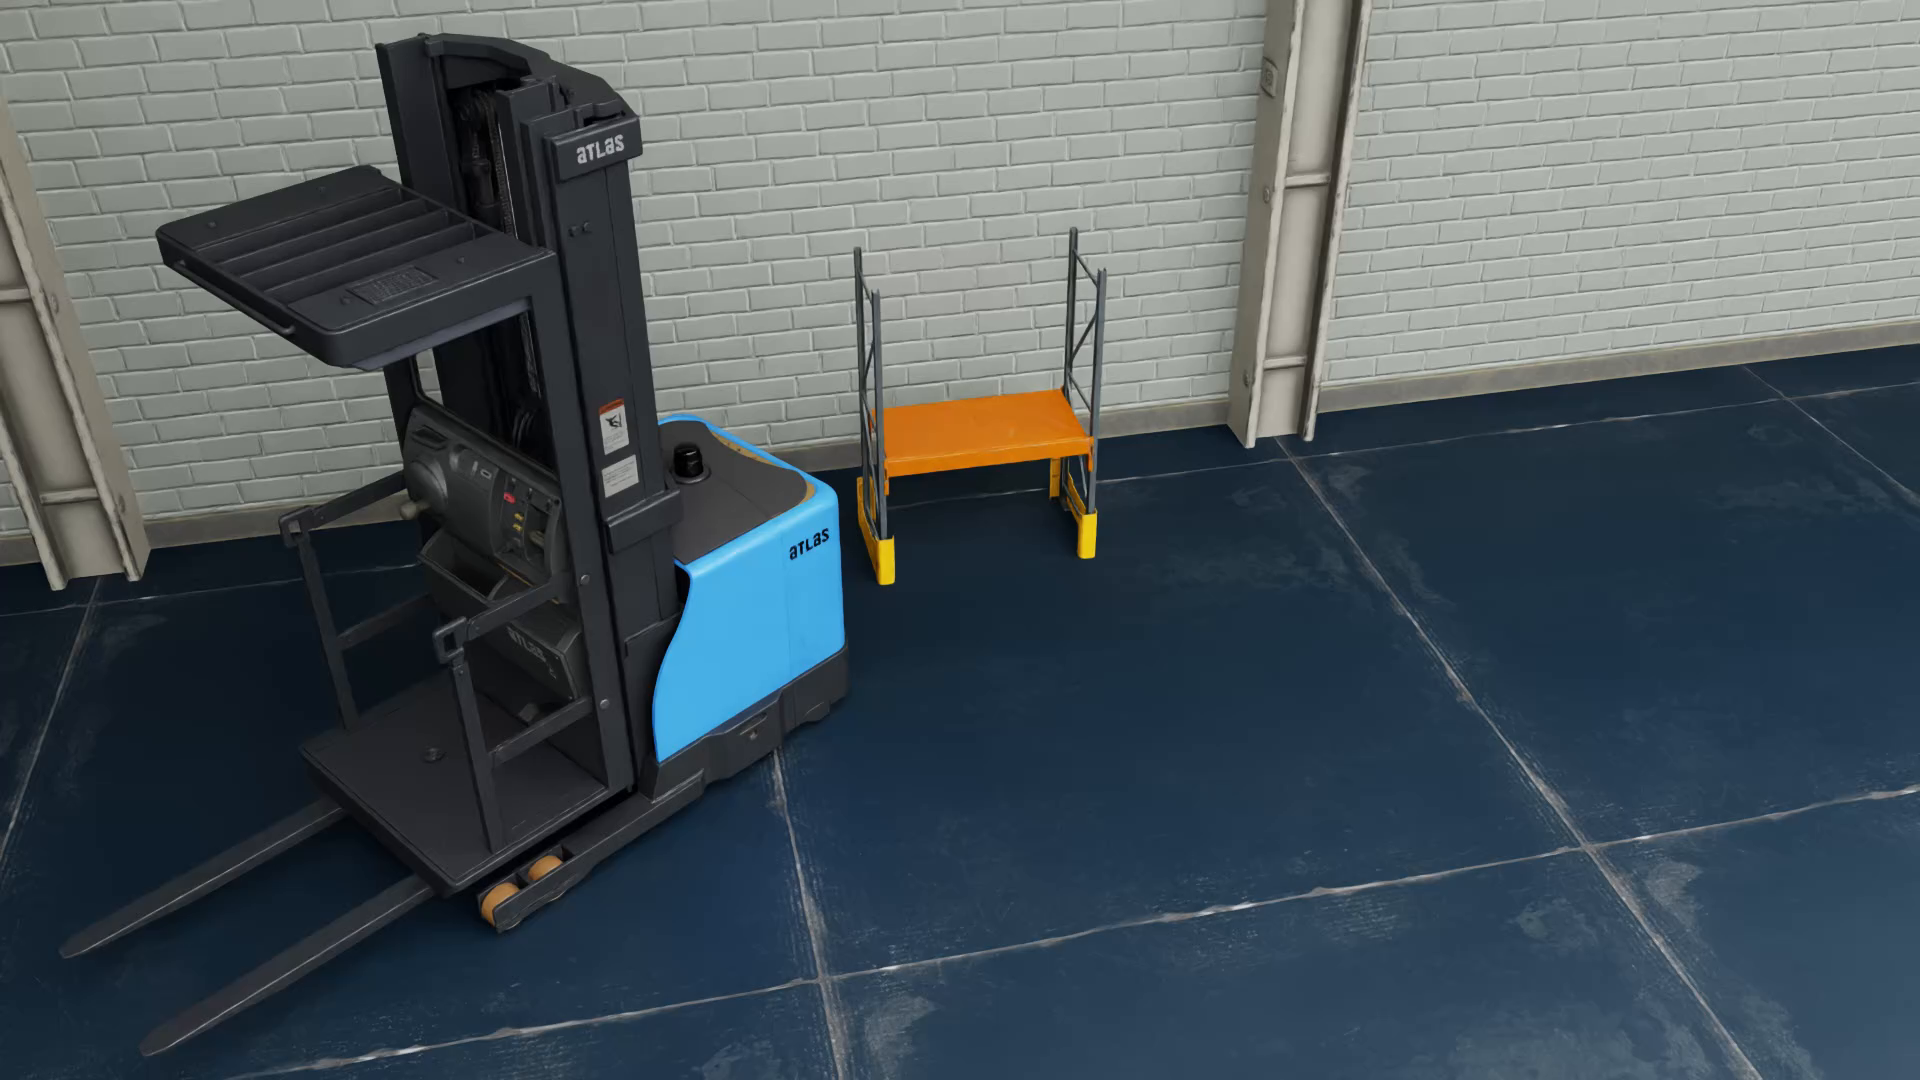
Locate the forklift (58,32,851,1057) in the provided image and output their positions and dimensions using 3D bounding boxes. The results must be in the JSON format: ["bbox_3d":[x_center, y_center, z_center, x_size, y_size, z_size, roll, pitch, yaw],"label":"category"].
[{"bbox_3d":[-1.843,-0.109,5.781,1.130,2.935,3.031,27,42,34],"label":"forklift"}]

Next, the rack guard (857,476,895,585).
[{"bbox_3d":[-0.411,-0.052,8.103,0.087,0.250,0.587,-7,35,-11],"label":"rack guard"}]

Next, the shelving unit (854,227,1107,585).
[{"bbox_3d":[0.074,-0.632,7.846,1.083,1.500,0.587,-7,35,-11],"label":"shelving unit"}]

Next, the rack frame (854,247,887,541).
[{"bbox_3d":[-0.413,-0.571,7.755,0.032,1.500,0.500,-7,35,-11],"label":"rack frame"}]

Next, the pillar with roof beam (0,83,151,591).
[{"bbox_3d":[-3.202,-1.264,2.058,0.400,9.000,9.100,-7,35,-11],"label":"pillar with roof beam"}]

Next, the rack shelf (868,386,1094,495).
[{"bbox_3d":[0.083,-0.484,7.948,1.000,0.185,0.538,-7,35,-11],"label":"rack shelf"}]

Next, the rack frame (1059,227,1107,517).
[{"bbox_3d":[0.579,-0.696,7.941,0.032,1.500,0.500,-7,35,-11],"label":"rack frame"}]

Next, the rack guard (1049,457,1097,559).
[{"bbox_3d":[0.560,-0.174,8.286,0.087,0.250,0.587,-7,35,-11],"label":"rack guard"}]

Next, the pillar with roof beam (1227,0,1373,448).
[{"bbox_3d":[2.650,-2.001,3.157,0.400,9.000,9.100,-7,35,-11],"label":"pillar with roof beam"}]
